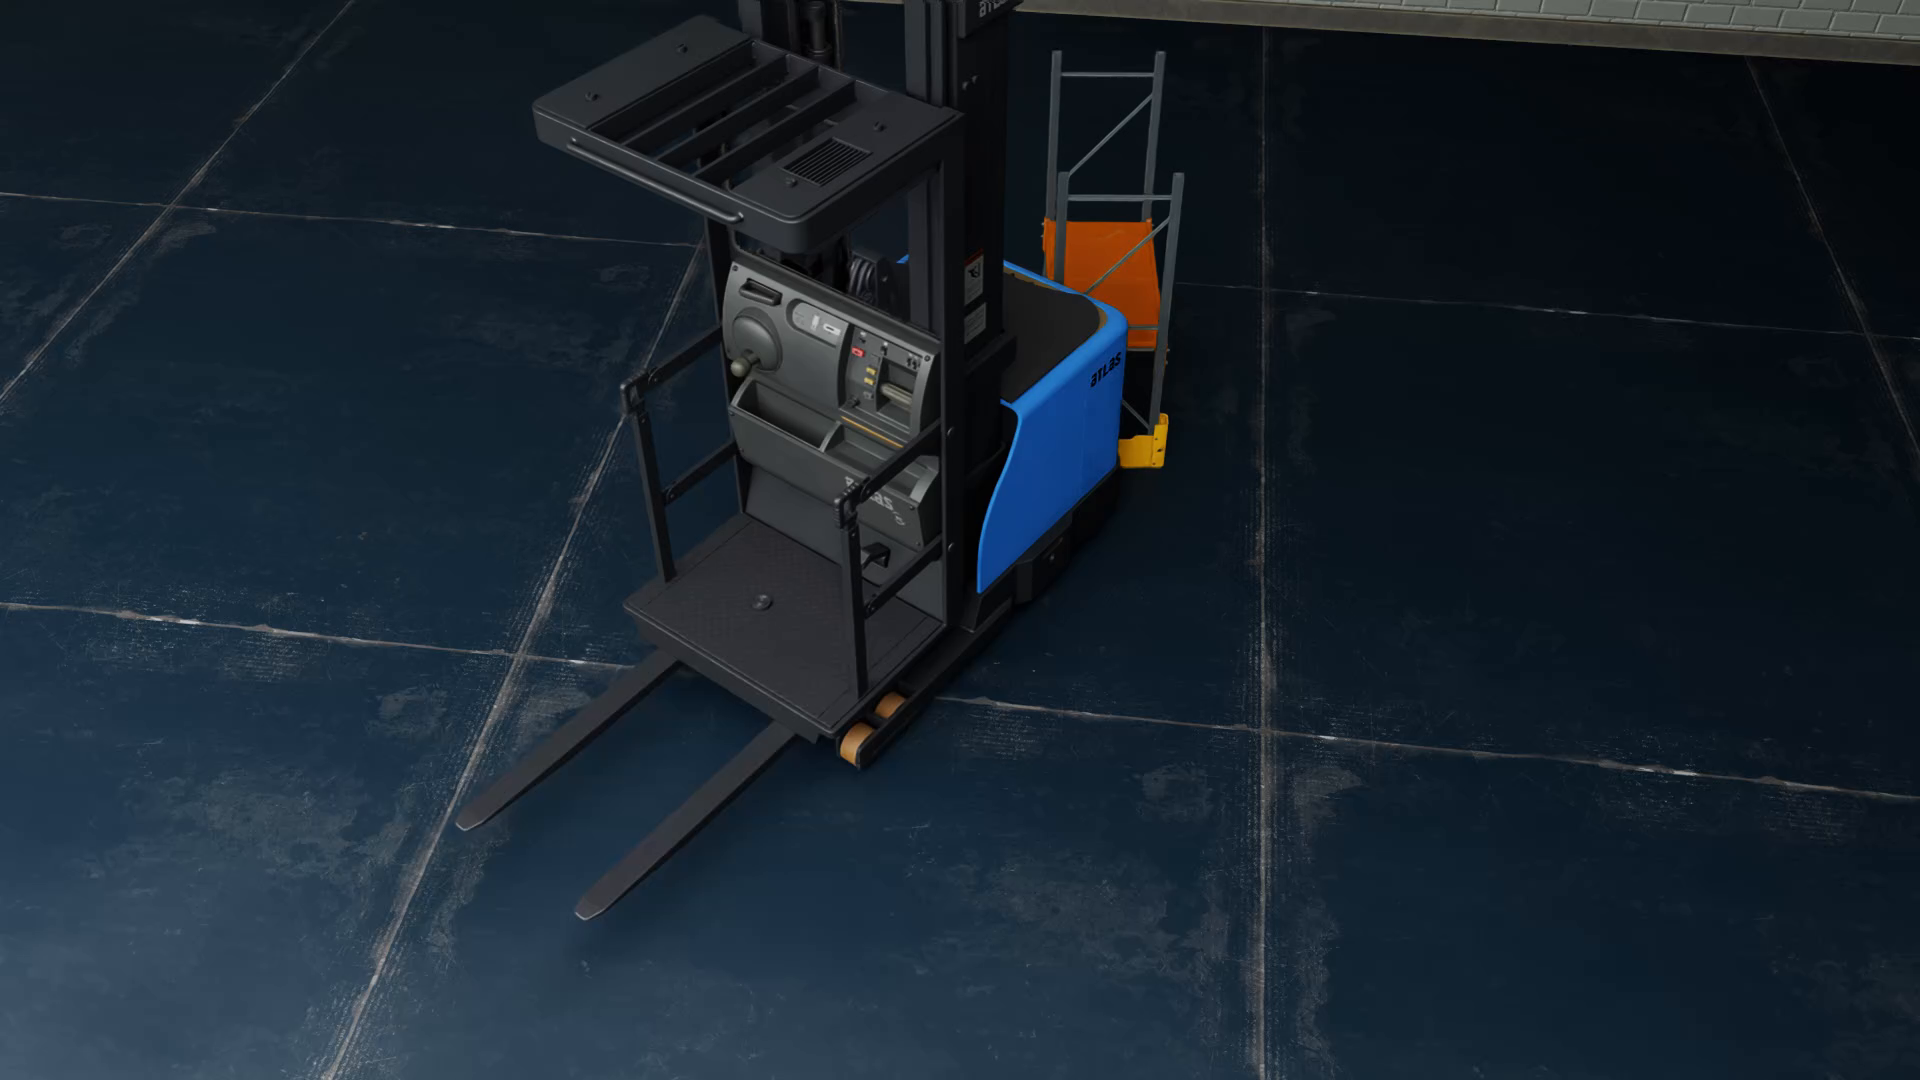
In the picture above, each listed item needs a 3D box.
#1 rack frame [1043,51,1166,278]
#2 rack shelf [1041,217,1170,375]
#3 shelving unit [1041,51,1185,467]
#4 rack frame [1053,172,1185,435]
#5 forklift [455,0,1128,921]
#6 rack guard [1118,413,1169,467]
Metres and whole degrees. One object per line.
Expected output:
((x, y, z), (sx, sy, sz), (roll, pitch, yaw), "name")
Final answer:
((0.657, -1.607, 7.856), (0.500, 1.500, 0.032), (1, 43, 1), "rack frame")
((0.649, -1.127, 7.611), (0.538, 0.185, 1.000), (1, 43, 1), "rack shelf")
((0.649, -1.251, 7.481), (0.587, 1.500, 1.083), (1, 43, 1), "shelving unit")
((0.641, -0.908, 7.118), (0.500, 1.500, 0.032), (1, 43, 1), "rack frame")
((-0.602, -0.590, 5.742), (1.130, 2.935, 3.031), (28, 50, 26), "forklift")
((0.641, -0.455, 7.549), (0.587, 0.250, 0.087), (1, 43, 1), "rack guard")
